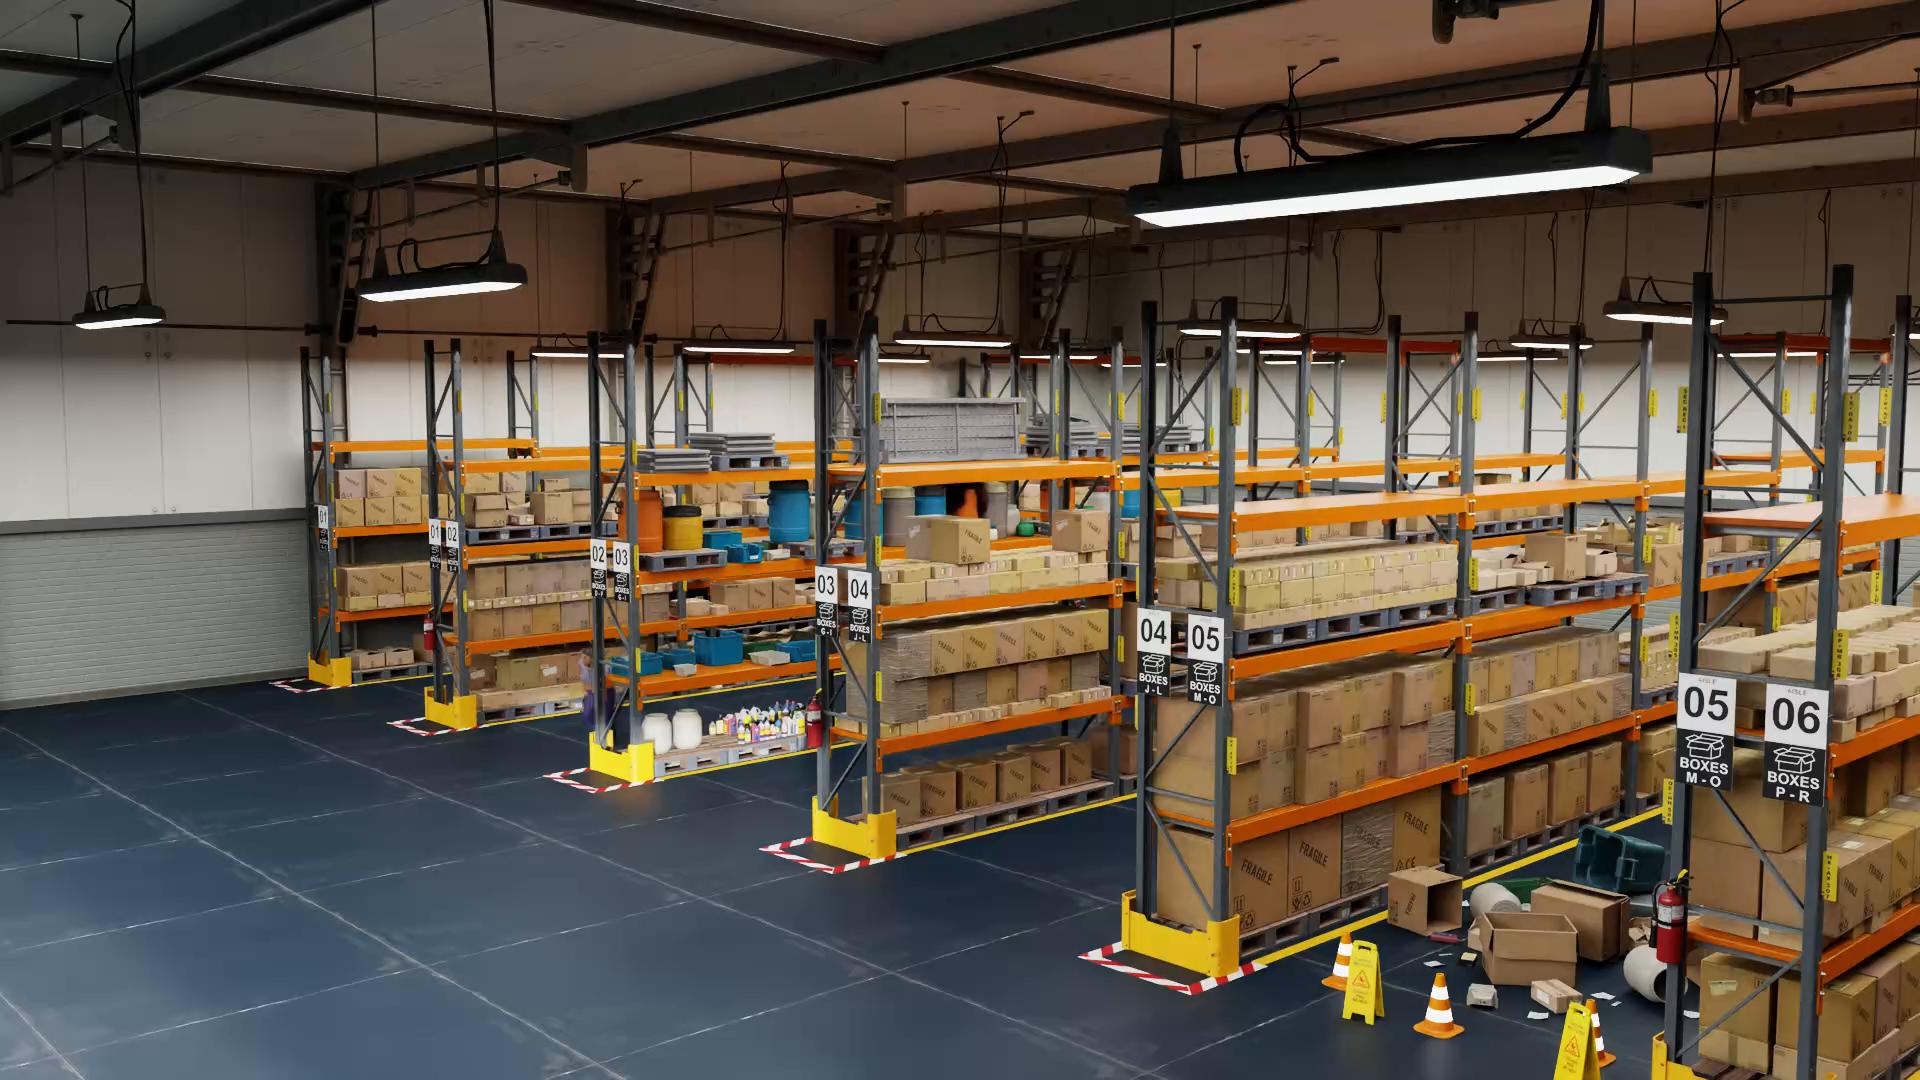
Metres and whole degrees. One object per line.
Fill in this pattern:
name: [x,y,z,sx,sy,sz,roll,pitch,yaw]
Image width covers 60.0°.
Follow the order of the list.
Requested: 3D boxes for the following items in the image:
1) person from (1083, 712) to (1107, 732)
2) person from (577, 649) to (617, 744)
person: [1.916,1.958,24.138,0.633,1.722,0.580,-5,7,-45]
person: [-5.343,2.287,24.338,0.636,1.482,0.862,2,5,20]
